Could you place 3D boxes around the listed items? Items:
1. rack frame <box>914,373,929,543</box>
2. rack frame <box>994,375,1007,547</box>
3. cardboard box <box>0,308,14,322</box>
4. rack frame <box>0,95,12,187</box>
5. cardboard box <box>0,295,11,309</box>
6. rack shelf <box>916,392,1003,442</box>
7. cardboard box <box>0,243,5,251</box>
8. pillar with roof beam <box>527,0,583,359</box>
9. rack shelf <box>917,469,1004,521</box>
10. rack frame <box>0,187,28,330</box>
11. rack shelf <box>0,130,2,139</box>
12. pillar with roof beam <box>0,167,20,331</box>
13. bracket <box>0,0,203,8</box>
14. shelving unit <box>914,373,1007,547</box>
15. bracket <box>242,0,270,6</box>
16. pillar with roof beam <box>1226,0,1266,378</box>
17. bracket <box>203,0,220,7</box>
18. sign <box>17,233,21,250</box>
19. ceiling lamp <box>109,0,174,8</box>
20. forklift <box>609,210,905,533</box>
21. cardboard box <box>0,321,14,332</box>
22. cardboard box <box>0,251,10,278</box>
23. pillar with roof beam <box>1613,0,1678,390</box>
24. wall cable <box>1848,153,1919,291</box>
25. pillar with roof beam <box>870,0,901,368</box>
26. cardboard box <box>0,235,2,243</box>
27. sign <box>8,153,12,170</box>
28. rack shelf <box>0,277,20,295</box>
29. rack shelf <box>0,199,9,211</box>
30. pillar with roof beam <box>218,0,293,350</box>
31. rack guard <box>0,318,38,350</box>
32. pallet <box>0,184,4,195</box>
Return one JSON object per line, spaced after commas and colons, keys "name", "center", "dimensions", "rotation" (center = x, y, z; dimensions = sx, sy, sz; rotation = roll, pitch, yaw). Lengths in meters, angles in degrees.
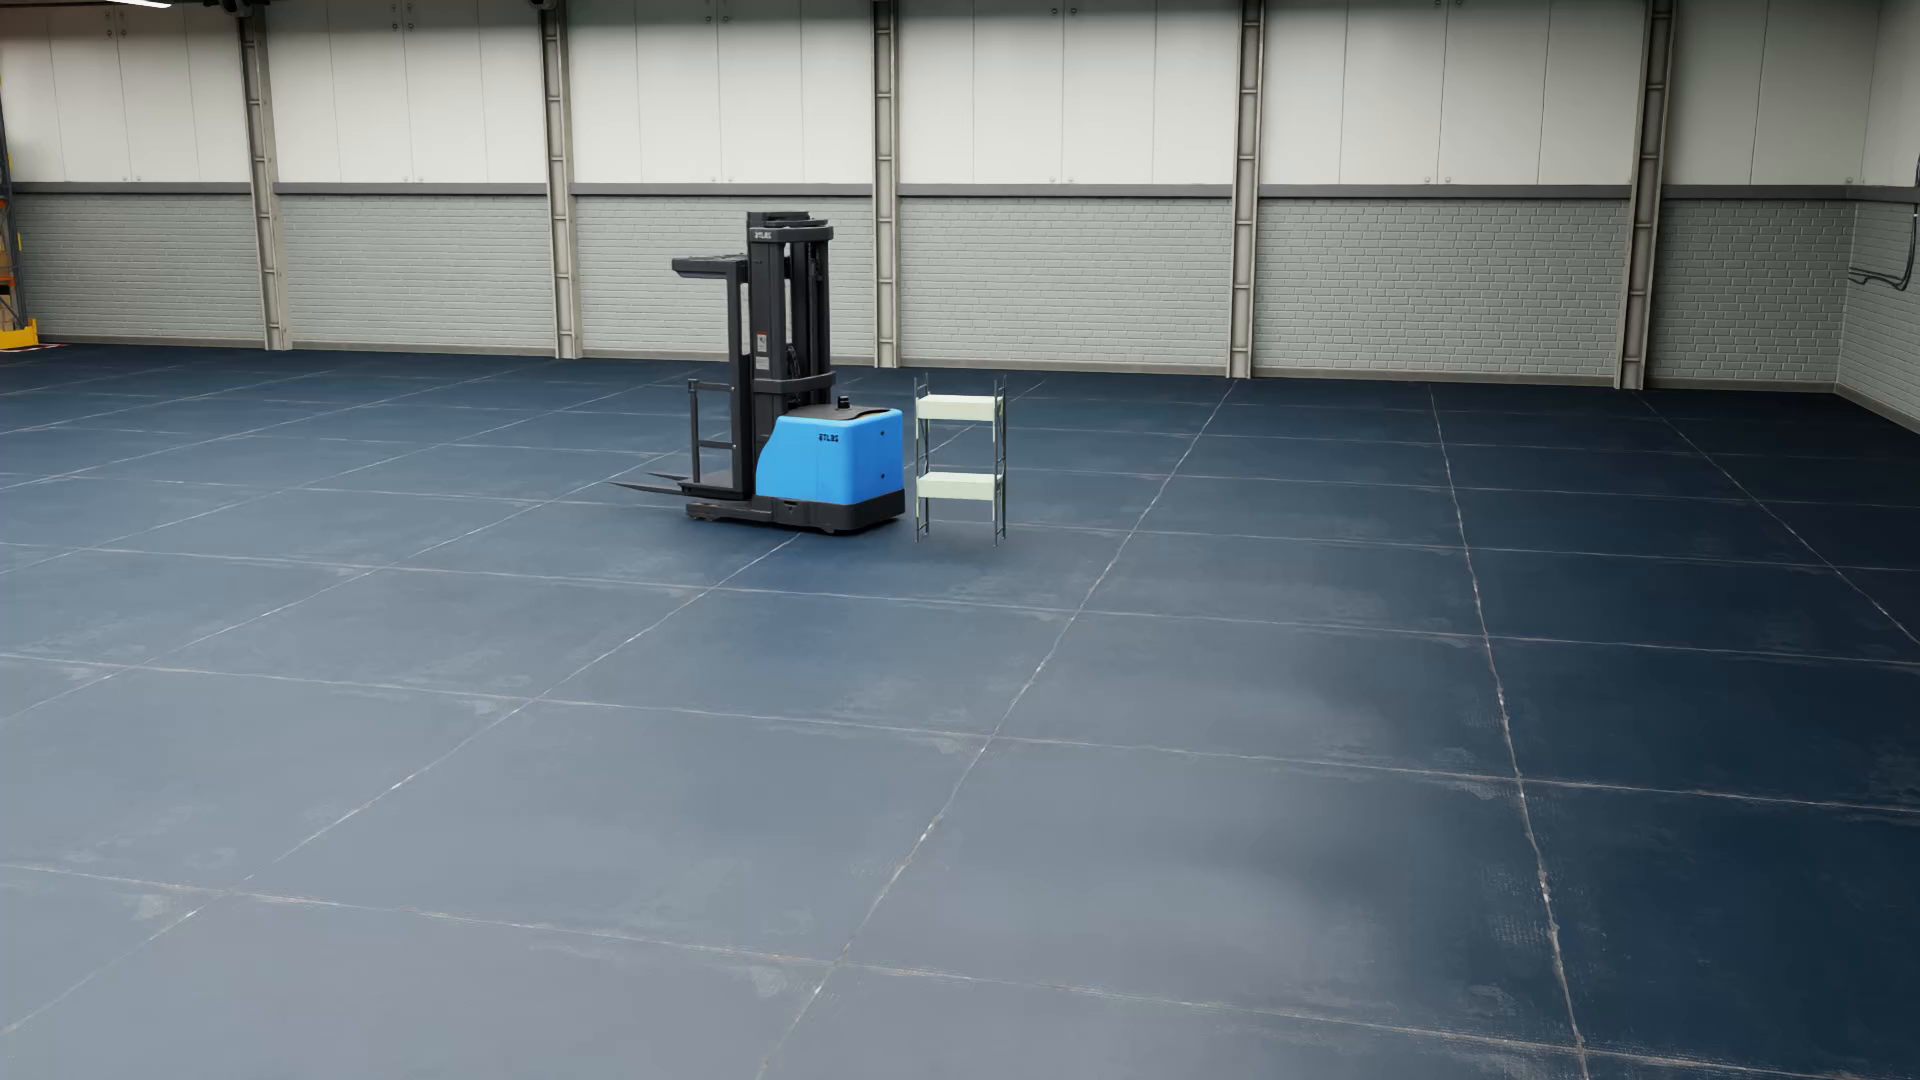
{"name": "rack frame", "center": [-0.349, -0.751, 15.155], "dimensions": [0.023, 1.500, 0.400], "rotation": [3, 13, 14]}
{"name": "rack frame", "center": [0.362, -0.713, 14.984], "dimensions": [0.023, 1.500, 0.400], "rotation": [3, 13, 14]}
{"name": "cardboard box", "center": [-18.667, -4.337, 32.081], "dimensions": [0.500, 0.250, 0.500], "rotation": [3, 13, 15]}
{"name": "rack frame", "center": [-18.261, -8.091, 30.926], "dimensions": [0.127, 3.000, 1.000], "rotation": [3, 13, 14]}
{"name": "cardboard box", "center": [-18.682, -4.578, 32.011], "dimensions": [0.500, 0.250, 0.500], "rotation": [3, 13, 13]}
{"name": "rack shelf", "center": [0.006, -1.113, 14.985], "dimensions": [0.720, 0.370, 0.431], "rotation": [3, 13, 14]}
{"name": "cardboard box", "center": [-18.528, -5.600, 31.820], "dimensions": [0.250, 0.149, 0.380], "rotation": [3, 13, 12]}
{"name": "pillar with roof beam", "center": [-8.102, -6.789, 25.056], "dimensions": [0.548, 9.000, 9.100], "rotation": [3, 13, 14]}
{"name": "rack shelf", "center": [0.006, -0.414, 15.140], "dimensions": [0.720, 0.370, 0.431], "rotation": [3, 13, 14]}
{"name": "rack frame", "center": [-18.261, -5.162, 31.576], "dimensions": [0.127, 3.000, 1.000], "rotation": [3, 13, 14]}
{"name": "rack shelf", "center": [-20.202, -7.648, 31.515], "dimensions": [4.000, 0.370, 1.077], "rotation": [3, 13, 14]}
{"name": "pillar with roof beam", "center": [-19.752, -7.411, 27.863], "dimensions": [0.400, 9.000, 9.100], "rotation": [3, 13, 14]}
{"name": "bracket", "center": [-15.885, -9.843, 30.513], "dimensions": [4.783, 0.066, 0.076], "rotation": [3, 13, 14]}
{"name": "shelving unit", "center": [0.006, -0.732, 15.070], "dimensions": [0.755, 1.500, 0.431], "rotation": [3, 13, 14]}
{"name": "bracket", "center": [-12.578, -9.666, 29.716], "dimensions": [0.430, 0.232, 0.235], "rotation": [3, 13, 14]}
{"name": "pillar with roof beam", "center": [3.549, -6.166, 22.249], "dimensions": [0.400, 9.000, 9.100], "rotation": [3, 13, 14]}
{"name": "bracket", "center": [-13.383, -9.709, 29.910], "dimensions": [0.430, 0.232, 0.235], "rotation": [3, 13, 14]}
{"name": "sign", "center": [-18.122, -5.740, 31.998], "dimensions": [0.005, 0.325, 0.100], "rotation": [3, 13, 14]}
{"name": "ceiling lamp", "center": [-12.600, -9.780, 25.060], "dimensions": [0.800, 3.185, 2.000], "rotation": [3, 13, 14]}
{"name": "forklift", "center": [-2.073, -1.699, 16.125], "dimensions": [3.031, 2.935, 1.130], "rotation": [7, 14, 28]}
{"name": "cardboard box", "center": [-18.691, -4.091, 32.128], "dimensions": [0.500, 0.250, 0.500], "rotation": [3, 13, 14]}
{"name": "cardboard box", "center": [-18.675, -5.295, 31.944], "dimensions": [0.500, 0.500, 0.500], "rotation": [3, 13, 15]}
{"name": "pillar with roof beam", "center": [9.374, -5.854, 20.845], "dimensions": [0.400, 9.000, 9.100], "rotation": [3, 13, 14]}
{"name": "wall cable", "center": [12.949, -4.813, 23.320], "dimensions": [0.112, 2.526, 3.097], "rotation": [3, 13, 14]}
{"name": "pillar with roof beam", "center": [-2.276, -6.477, 23.652], "dimensions": [0.548, 9.000, 9.100], "rotation": [3, 13, 14]}
{"name": "cardboard box", "center": [-18.536, -5.735, 31.743], "dimensions": [0.250, 0.149, 0.380], "rotation": [3, 13, 12]}
{"name": "sign", "center": [-18.122, -7.208, 31.672], "dimensions": [0.005, 0.325, 0.100], "rotation": [3, 13, 14]}
{"name": "rack shelf", "center": [-20.202, -4.915, 32.121], "dimensions": [4.000, 0.370, 1.077], "rotation": [3, 13, 14]}
{"name": "rack shelf", "center": [-20.202, -6.379, 31.796], "dimensions": [4.000, 0.370, 1.077], "rotation": [3, 13, 14]}
{"name": "pillar with roof beam", "center": [-13.927, -7.100, 26.459], "dimensions": [0.548, 9.000, 9.100], "rotation": [3, 13, 14]}
{"name": "rack guard", "center": [-18.237, -3.941, 31.841], "dimensions": [0.348, 0.500, 1.175], "rotation": [3, 13, 14]}
{"name": "pallet", "center": [-18.941, -6.626, 31.450], "dimensions": [1.213, 0.211, 1.003], "rotation": [3, 13, 14]}
